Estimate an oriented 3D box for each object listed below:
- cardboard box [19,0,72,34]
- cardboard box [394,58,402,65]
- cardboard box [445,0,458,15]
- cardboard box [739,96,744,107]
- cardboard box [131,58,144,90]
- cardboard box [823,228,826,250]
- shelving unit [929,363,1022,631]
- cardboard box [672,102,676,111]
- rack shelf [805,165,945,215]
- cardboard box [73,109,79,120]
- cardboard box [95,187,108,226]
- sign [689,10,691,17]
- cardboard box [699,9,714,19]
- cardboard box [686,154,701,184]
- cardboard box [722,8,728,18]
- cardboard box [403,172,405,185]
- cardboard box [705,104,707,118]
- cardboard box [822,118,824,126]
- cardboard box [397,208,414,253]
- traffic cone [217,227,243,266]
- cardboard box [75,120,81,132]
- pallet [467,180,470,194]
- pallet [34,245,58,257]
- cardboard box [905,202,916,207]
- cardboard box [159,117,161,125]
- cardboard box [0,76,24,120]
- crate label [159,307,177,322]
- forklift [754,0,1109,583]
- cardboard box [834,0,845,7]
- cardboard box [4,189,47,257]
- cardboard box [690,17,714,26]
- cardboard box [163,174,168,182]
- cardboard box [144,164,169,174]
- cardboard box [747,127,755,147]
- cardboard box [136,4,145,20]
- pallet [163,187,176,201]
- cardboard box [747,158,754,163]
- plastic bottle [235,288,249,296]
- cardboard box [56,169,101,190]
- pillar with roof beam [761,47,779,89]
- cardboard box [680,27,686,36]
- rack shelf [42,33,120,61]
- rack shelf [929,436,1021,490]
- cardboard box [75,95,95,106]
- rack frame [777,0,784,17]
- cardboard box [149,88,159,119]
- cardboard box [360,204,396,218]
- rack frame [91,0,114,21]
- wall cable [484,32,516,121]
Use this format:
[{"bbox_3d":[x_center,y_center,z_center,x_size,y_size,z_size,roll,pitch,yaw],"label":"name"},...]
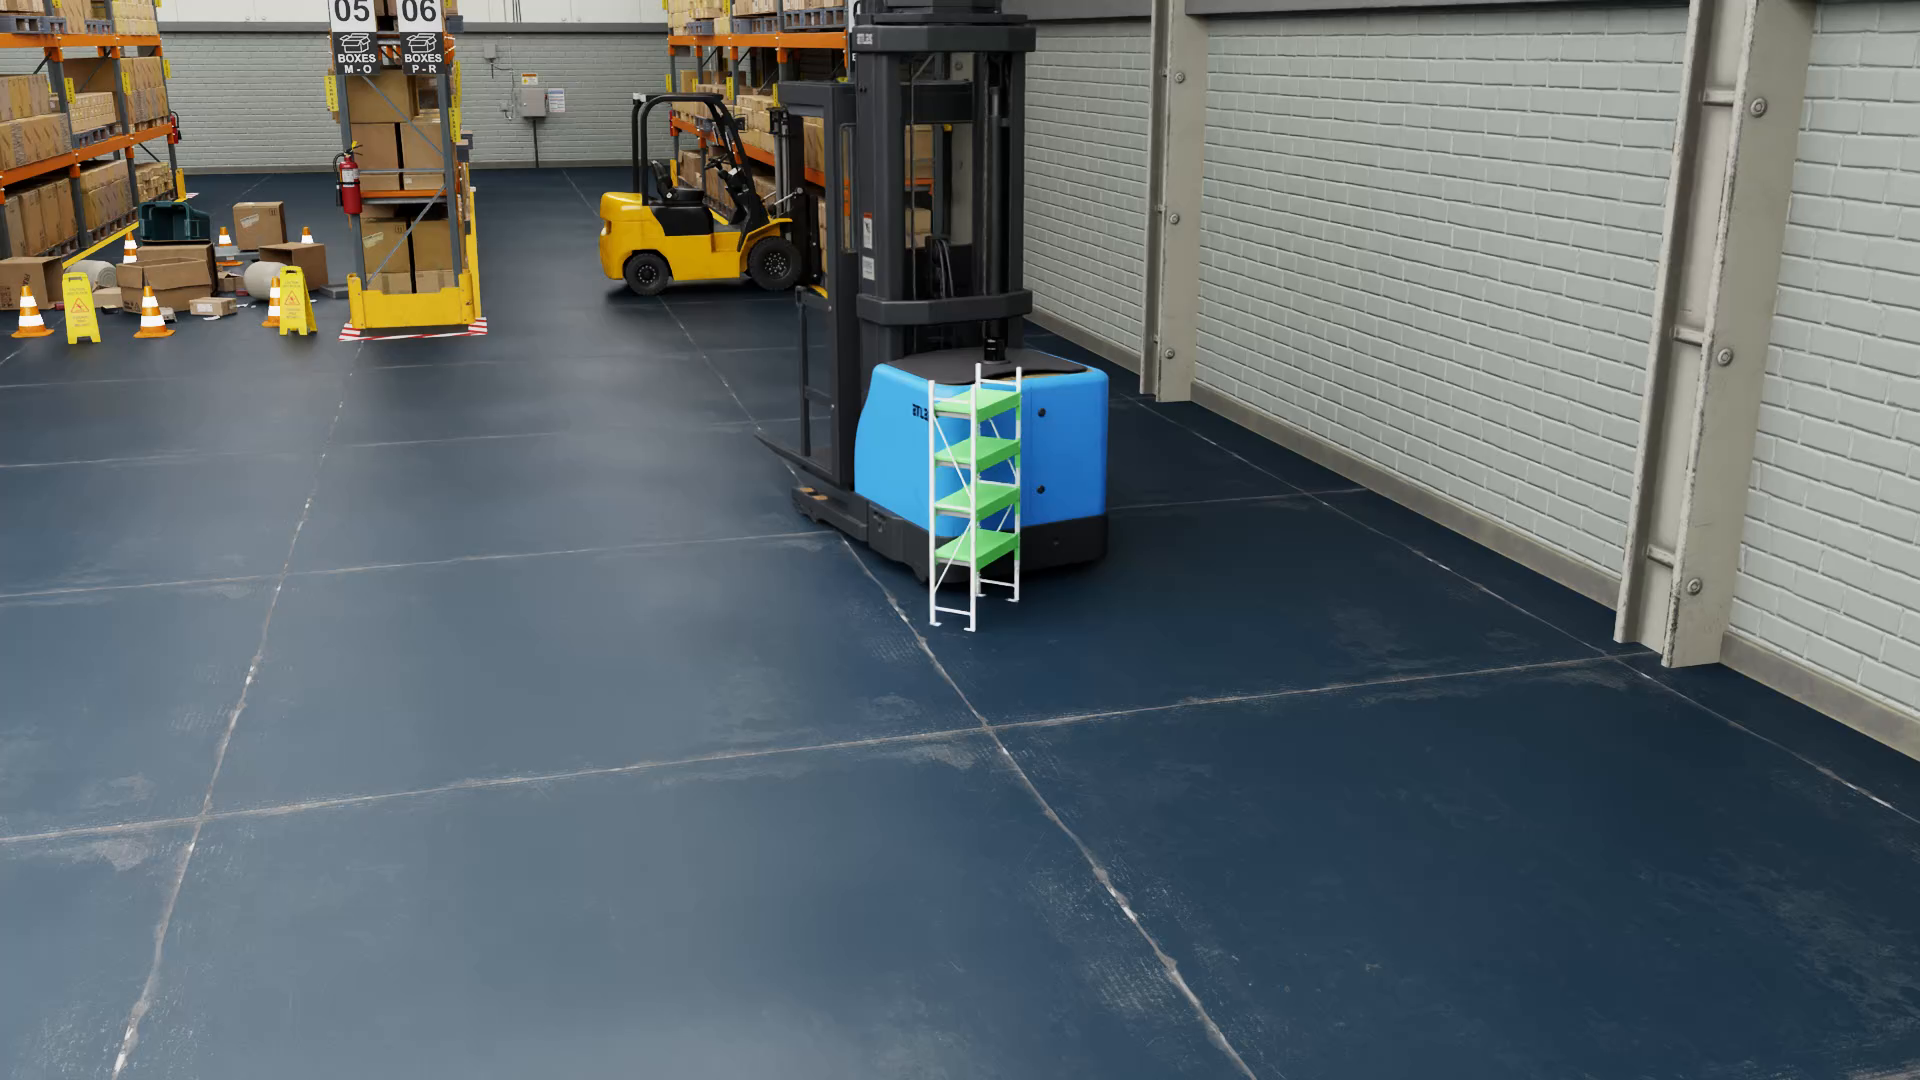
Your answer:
[{"bbox_3d":[-12.278,-7.043,22.297,0.500,0.500,0.500,-5,17,-15],"label":"cardboard box"},{"bbox_3d":[-9.135,-7.803,27.174,0.380,0.149,0.250,-5,17,-16],"label":"cardboard box"},{"bbox_3d":[-6.321,-6.452,20.033,0.500,0.250,0.500,-5,17,-17],"label":"cardboard box"},{"bbox_3d":[-2.995,-6.366,24.129,0.380,0.149,0.250,-4,17,-14],"label":"cardboard box"},{"bbox_3d":[-13.632,-7.583,27.054,0.500,0.500,0.500,-4,17,-14],"label":"cardboard box"},{"bbox_3d":[-1.237,-3.353,18.580,0.500,0.250,0.500,-5,17,-16],"label":"cardboard box"},{"bbox_3d":[0.078,-0.215,8.083,0.258,1.200,0.503,8,19,26],"label":"shelving unit"},{"bbox_3d":[-5.207,-8.329,31.710,0.500,0.250,0.500,-5,17,-15],"label":"cardboard box"},{"bbox_3d":[-1.225,-4.188,19.431,1.077,0.370,4.000,-5,17,-15],"label":"rack shelf"},{"bbox_3d":[-12.470,-5.901,23.072,0.380,0.149,0.250,-5,18,-17],"label":"cardboard box"},{"bbox_3d":[-12.467,-4.738,23.627,0.500,0.500,0.500,-4,17,-15],"label":"cardboard box"},{"bbox_3d":[-4.493,-8.938,27.880,0.100,0.325,0.005,-5,17,-15],"label":"sign"},{"bbox_3d":[-3.990,-8.468,26.746,0.380,0.149,0.250,-5,17,-16],"label":"cardboard box"},{"bbox_3d":[-4.749,-6.839,30.620,0.500,0.500,0.500,-4,17,-14],"label":"cardboard box"},{"bbox_3d":[-3.413,-8.040,25.358,0.380,0.149,0.250,-5,17,-15],"label":"cardboard box"},{"bbox_3d":[-5.424,-3.645,16.808,0.380,0.149,0.250,-4,17,-14],"label":"cardboard box"},{"bbox_3d":[-3.960,-7.021,27.115,0.396,0.266,0.258,-4,17,-13],"label":"cardboard box"},{"bbox_3d":[-1.327,-4.696,18.571,0.380,0.149,0.250,-5,18,-17],"label":"cardboard box"},{"bbox_3d":[-6.196,-3.315,18.019,0.500,0.500,0.500,-5,17,-17],"label":"cardboard box"},{"bbox_3d":[-9.274,-3.711,21.002,0.336,0.463,0.334,-5,17,-15],"label":"traffic cone"},{"bbox_3d":[-12.454,-5.749,23.083,0.380,0.149,0.250,-4,17,-12],"label":"cardboard box"},{"bbox_3d":[-9.549,-6.461,30.595,1.003,0.211,1.213,-5,17,-15],"label":"pallet"},{"bbox_3d":[-11.901,-3.483,20.681,1.003,0.211,1.213,-5,17,-15],"label":"pallet"},{"bbox_3d":[-0.766,-3.628,18.629,0.500,0.250,0.500,-5,17,-15],"label":"cardboard box"},{"bbox_3d":[-14.098,-7.264,28.858,0.380,0.149,0.250,-5,17,-16],"label":"cardboard box"},{"bbox_3d":[-11.839,-5.358,20.165,0.700,0.500,0.500,-5,17,-16],"label":"cardboard box"},{"bbox_3d":[-8.055,-2.263,16.747,0.298,0.136,0.250,16,23,42],"label":"crate label"},{"bbox_3d":[-0.352,-1.559,9.548,1.130,2.935,3.031,-9,19,-27],"label":"forklift"},{"bbox_3d":[-1.031,-5.816,17.309,0.500,0.500,0.500,-4,17,-13],"label":"cardboard box"},{"bbox_3d":[-11.796,-3.829,20.164,1.050,0.750,0.750,-5,17,-15],"label":"cardboard box"},{"bbox_3d":[-4.346,-8.920,28.462,0.500,0.250,0.500,-5,17,-15],"label":"cardboard box"},{"bbox_3d":[-14.011,-6.304,28.932,0.380,0.149,0.250,-5,18,-18],"label":"cardboard box"},{"bbox_3d":[-13.979,-6.451,28.906,0.380,0.149,0.250,-5,17,-16],"label":"cardboard box"},{"bbox_3d":[-2.705,-5.697,23.464,0.500,0.250,0.500,-5,18,-17],"label":"cardboard box"},{"bbox_3d":[-13.924,-8.806,27.732,0.500,0.250,0.500,-4,17,-14],"label":"cardboard box"},{"bbox_3d":[-14.365,-6.008,29.088,1.003,0.211,1.213,-5,17,-15],"label":"pallet"},{"bbox_3d":[-3.322,-6.246,27.520,0.380,0.149,0.250,-4,17,-14],"label":"cardboard box"},{"bbox_3d":[-7.994,-2.780,18.600,0.133,0.061,0.283,-2,17,-6],"label":"plastic bottle"},{"bbox_3d":[-12.473,-5.093,23.504,0.500,0.250,0.500,-5,17,-16],"label":"cardboard box"},{"bbox_3d":[-7.437,-10.095,27.418,9.100,9.000,0.400,-5,17,-15],"label":"pillar with roof beam"},{"bbox_3d":[-4.807,-9.115,29.804,0.380,0.149,0.250,-4,17,-14],"label":"cardboard box"},{"bbox_3d":[-12.926,-7.025,23.661,1.077,0.370,4.000,-5,17,-15],"label":"rack shelf"},{"bbox_3d":[0.078,-0.384,8.033,0.258,0.148,0.480,8,19,26],"label":"rack shelf"},{"bbox_3d":[-12.821,-6.396,24.202,0.380,0.149,0.250,-6,18,-18],"label":"cardboard box"},{"bbox_3d":[-1.774,-7.959,20.306,1.000,3.000,0.127,-5,17,-15],"label":"rack frame"},{"bbox_3d":[-13.919,-7.396,28.171,0.500,0.500,0.500,-5,17,-15],"label":"cardboard box"},{"bbox_3d":[-6.083,-3.437,17.299,0.380,0.149,0.250,-4,17,-14],"label":"cardboard box"},{"bbox_3d":[-13.476,-9.359,24.967,1.000,3.000,0.127,-5,17,-15],"label":"rack frame"},{"bbox_3d":[-10.055,-10.171,36.334,0.588,1.984,0.122,-5,17,-15],"label":"wall cable"}]
